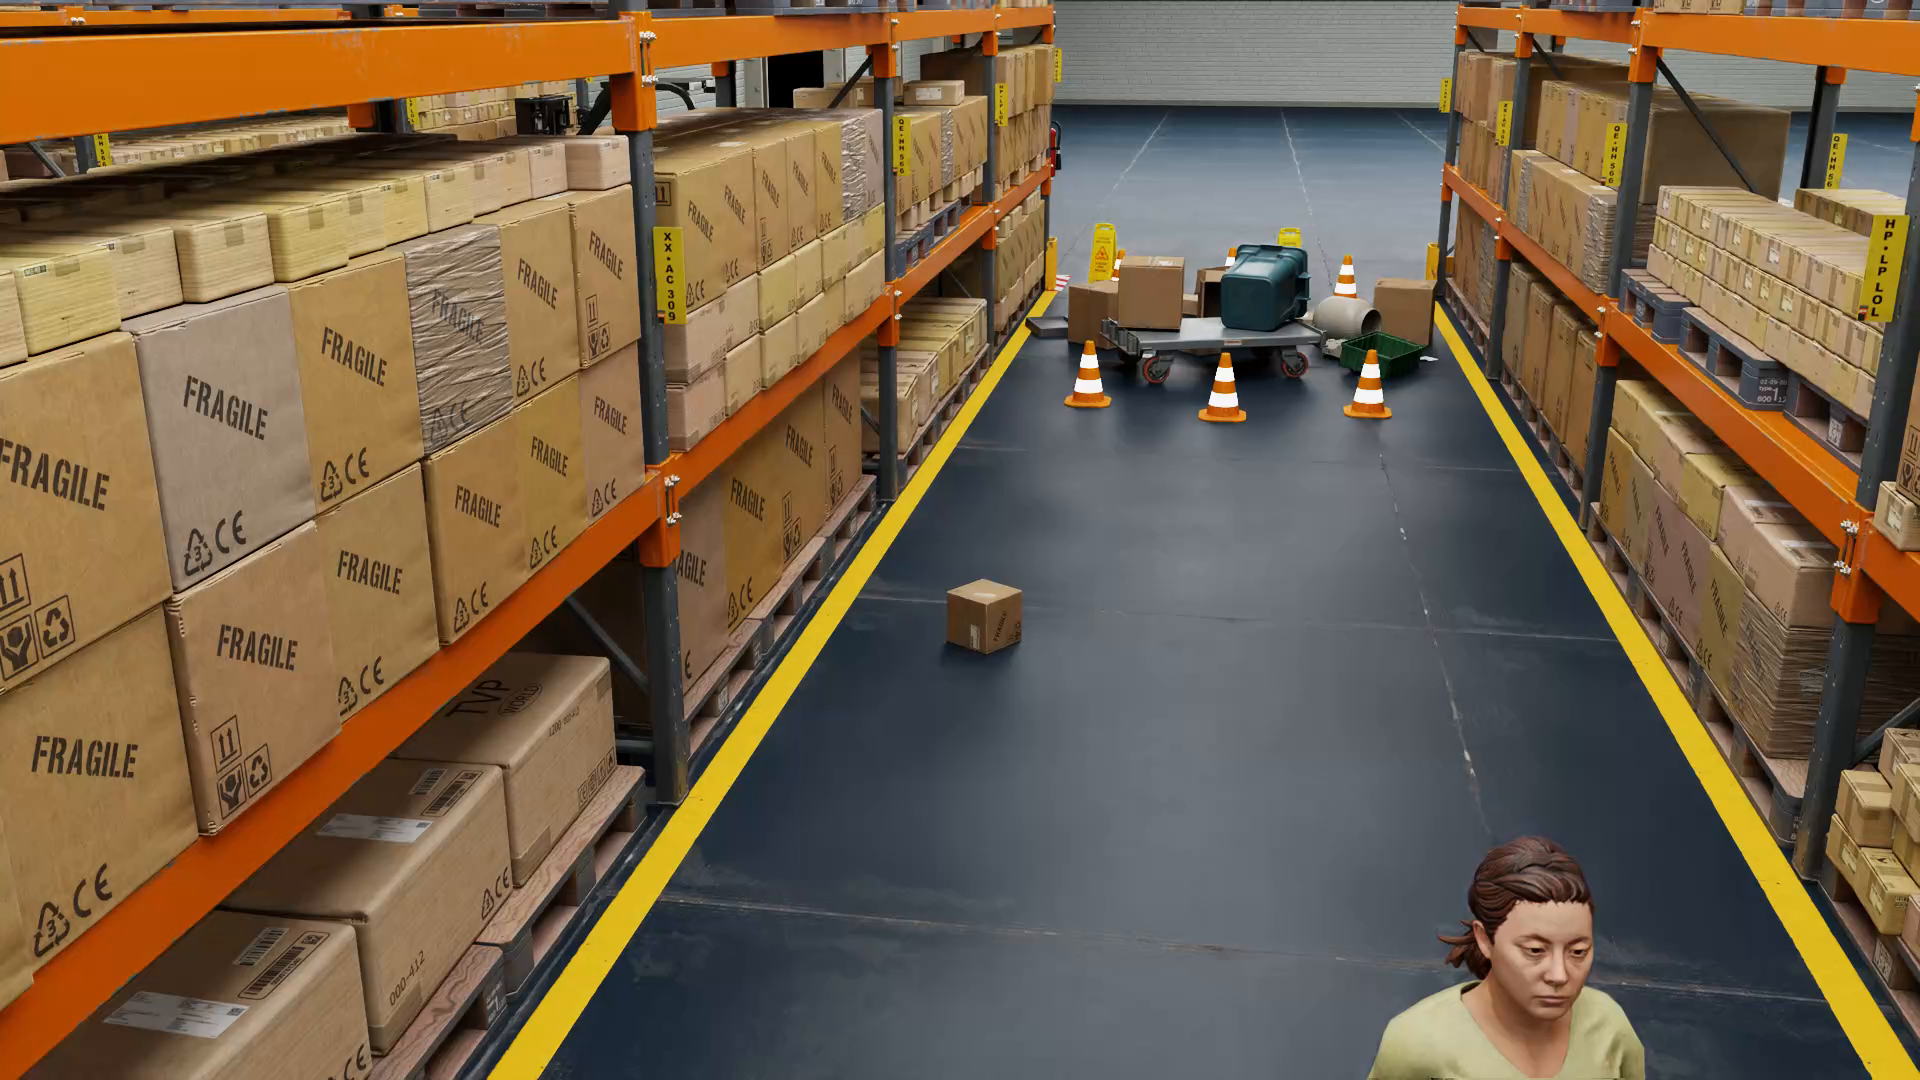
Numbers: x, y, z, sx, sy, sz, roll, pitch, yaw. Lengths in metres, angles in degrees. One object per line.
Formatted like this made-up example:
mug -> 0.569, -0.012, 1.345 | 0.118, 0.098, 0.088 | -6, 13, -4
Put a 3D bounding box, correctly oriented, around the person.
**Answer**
person -> 0.907, 1.271, 2.611 | 0.461, 1.613, 0.966 | -4, 18, -12
